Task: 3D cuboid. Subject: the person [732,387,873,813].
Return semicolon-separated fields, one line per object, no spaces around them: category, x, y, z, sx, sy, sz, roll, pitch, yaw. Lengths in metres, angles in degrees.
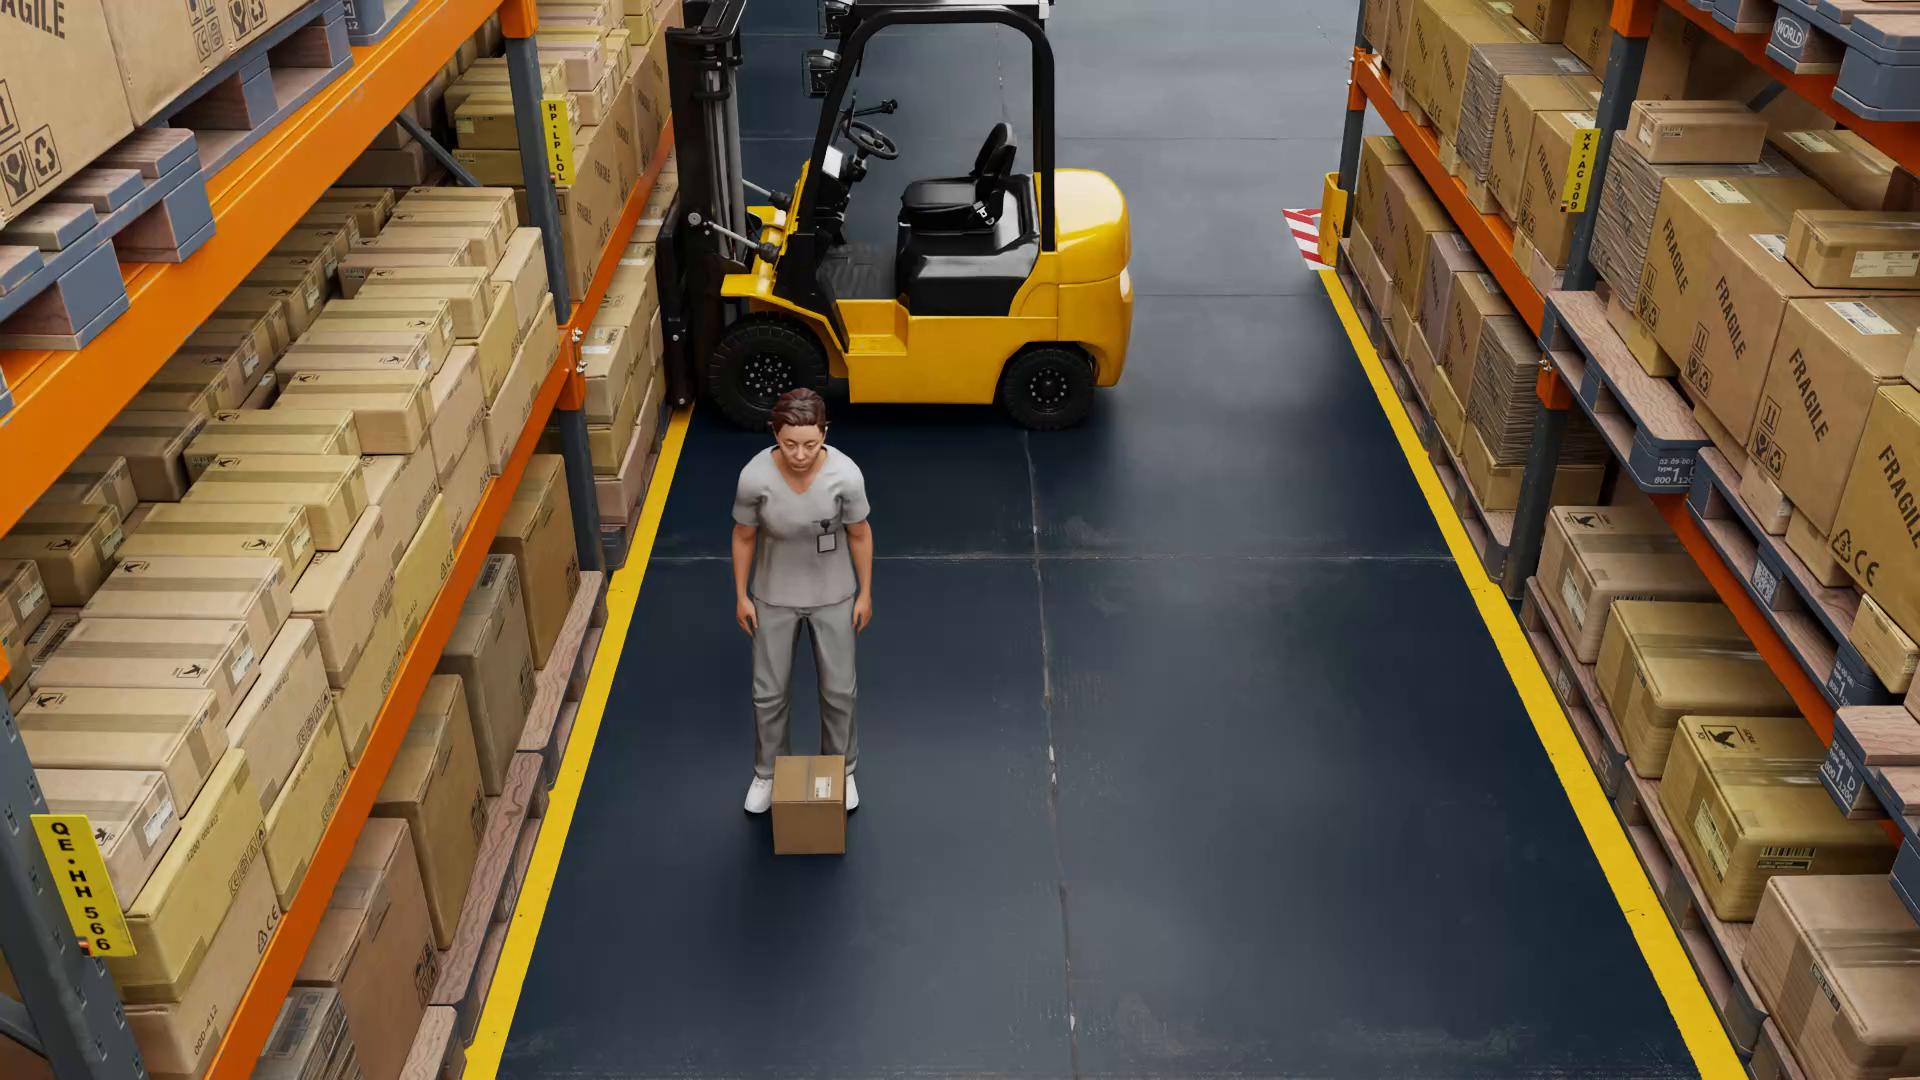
person;-0.548;0.211;5.796;0.501;1.671;0.359;-2;32;-3
